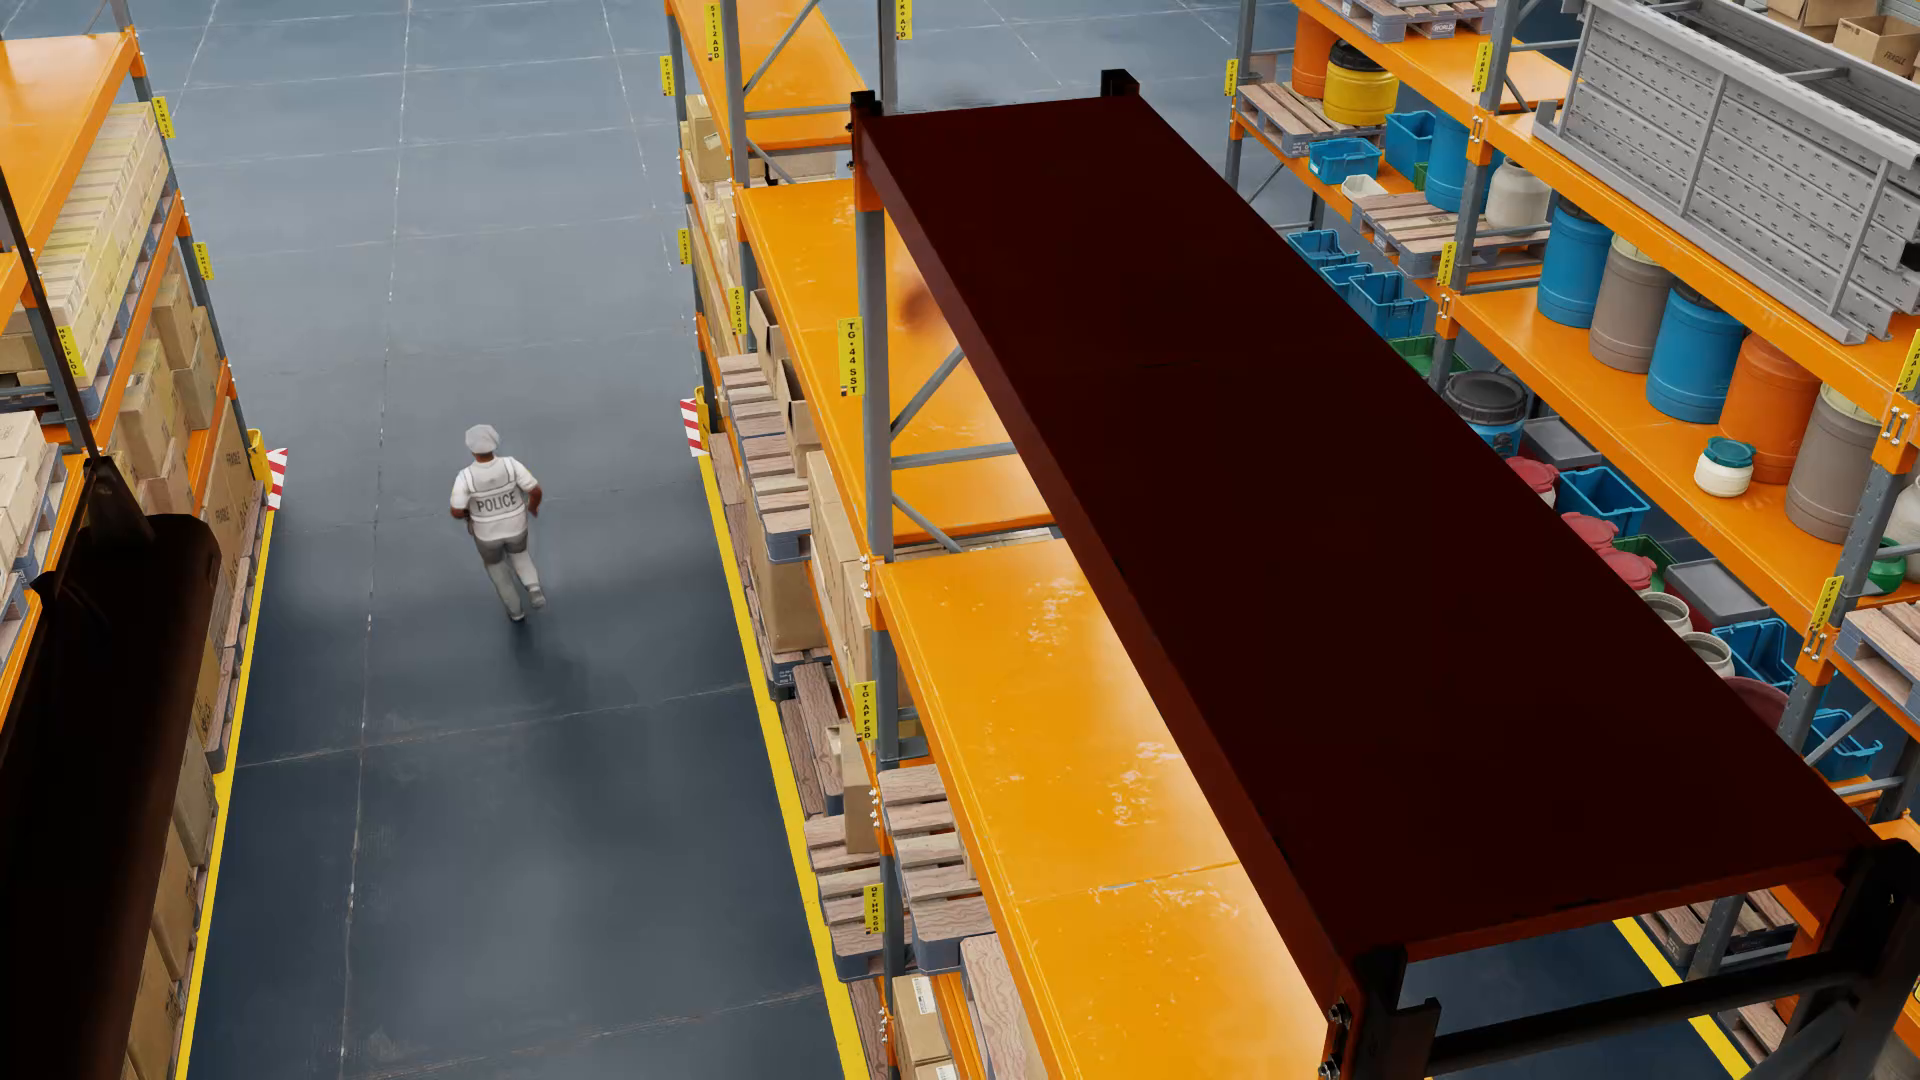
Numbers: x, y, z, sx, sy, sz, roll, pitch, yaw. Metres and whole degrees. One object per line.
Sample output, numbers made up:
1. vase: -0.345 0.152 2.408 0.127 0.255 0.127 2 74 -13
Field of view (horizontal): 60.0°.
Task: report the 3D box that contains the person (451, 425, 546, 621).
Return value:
1. person: -3.536 -0.122 12.754 0.677 1.737 0.604 -16 37 -22
